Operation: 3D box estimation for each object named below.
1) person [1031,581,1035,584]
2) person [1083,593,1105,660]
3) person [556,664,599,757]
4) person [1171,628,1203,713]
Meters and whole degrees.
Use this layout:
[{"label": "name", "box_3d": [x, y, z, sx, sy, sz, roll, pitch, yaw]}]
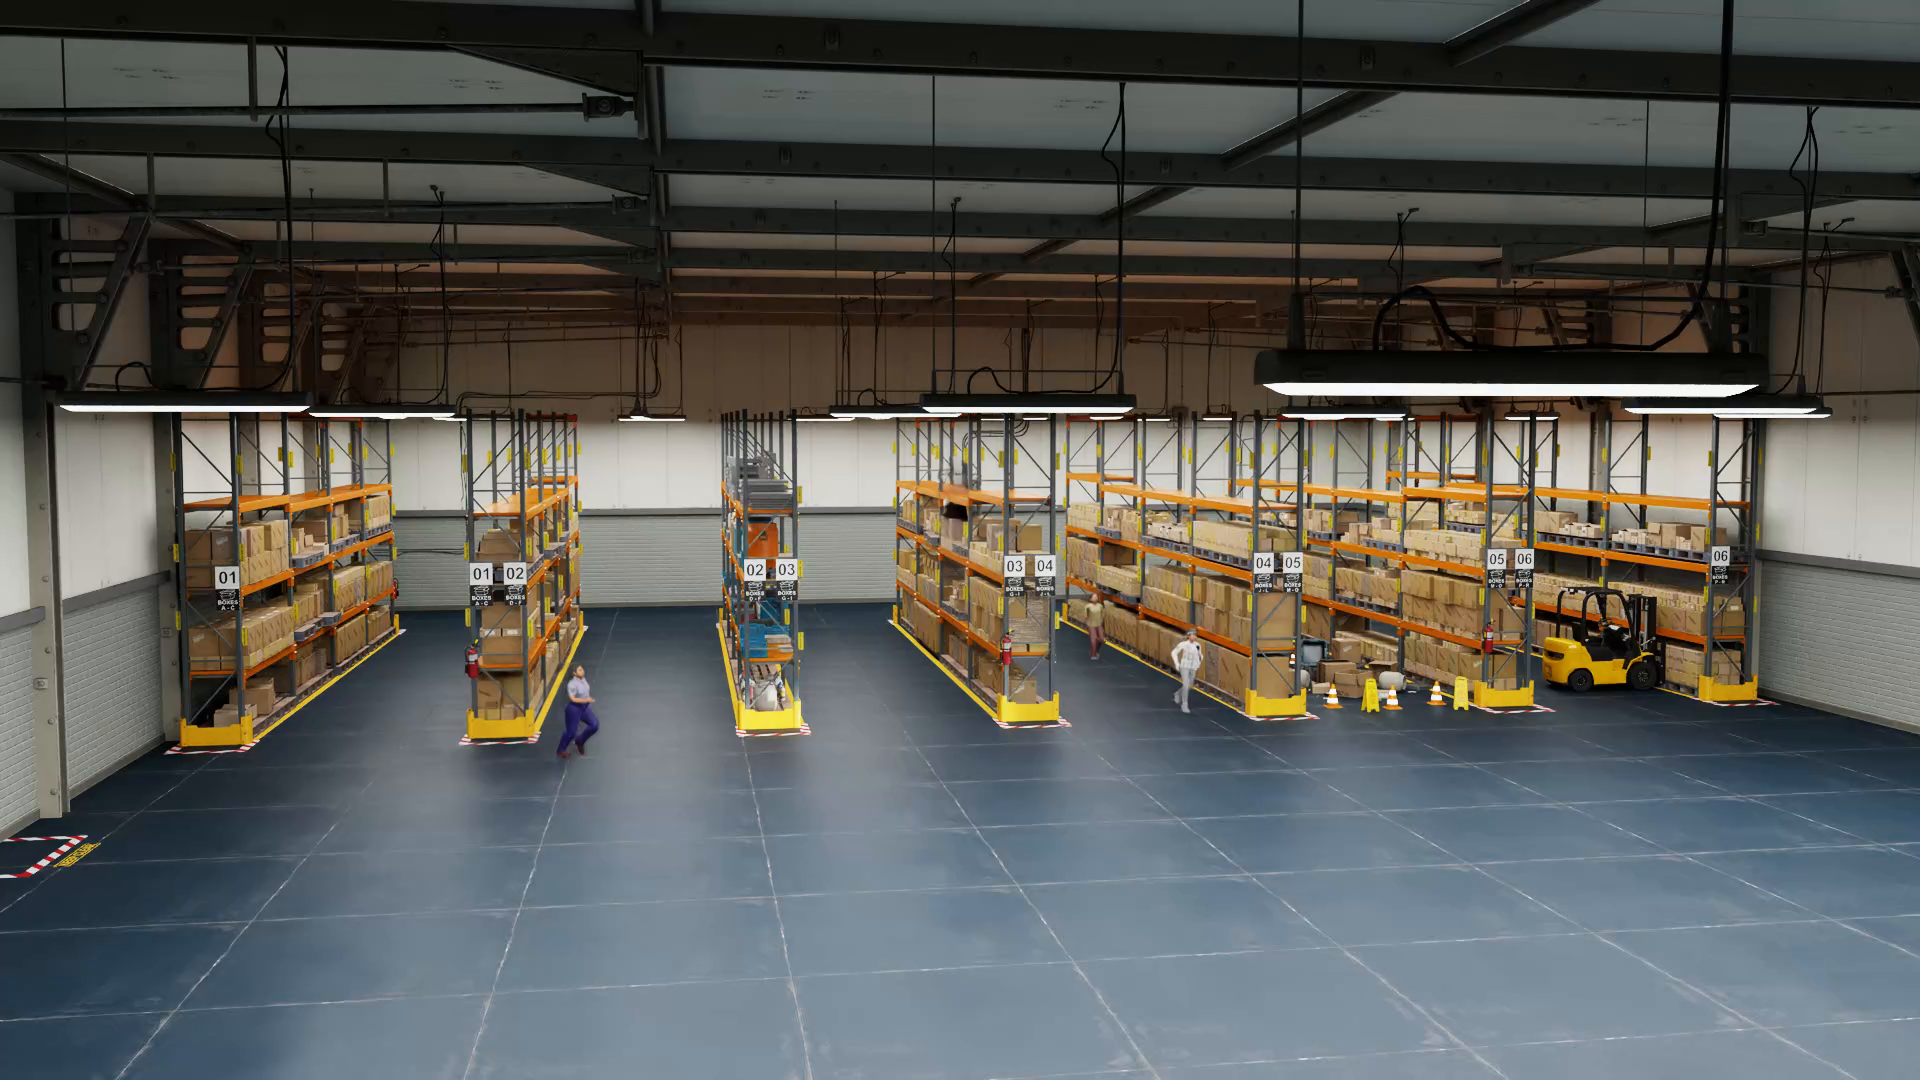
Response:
[{"label": "person", "box_3d": [1.781, 1.491, 48.543, 0.655, 1.776, 0.682, 4, 5, 41]}, {"label": "person", "box_3d": [3.277, 2.093, 40.197, 0.570, 1.627, 0.525, -1, 4, -11]}, {"label": "person", "box_3d": [-6.523, 2.915, 28.481, 0.800, 1.599, 0.621, 2, 4, 25]}, {"label": "person", "box_3d": [4.568, 2.595, 33.308, 0.657, 1.685, 0.747, -1, 4, -19]}]
